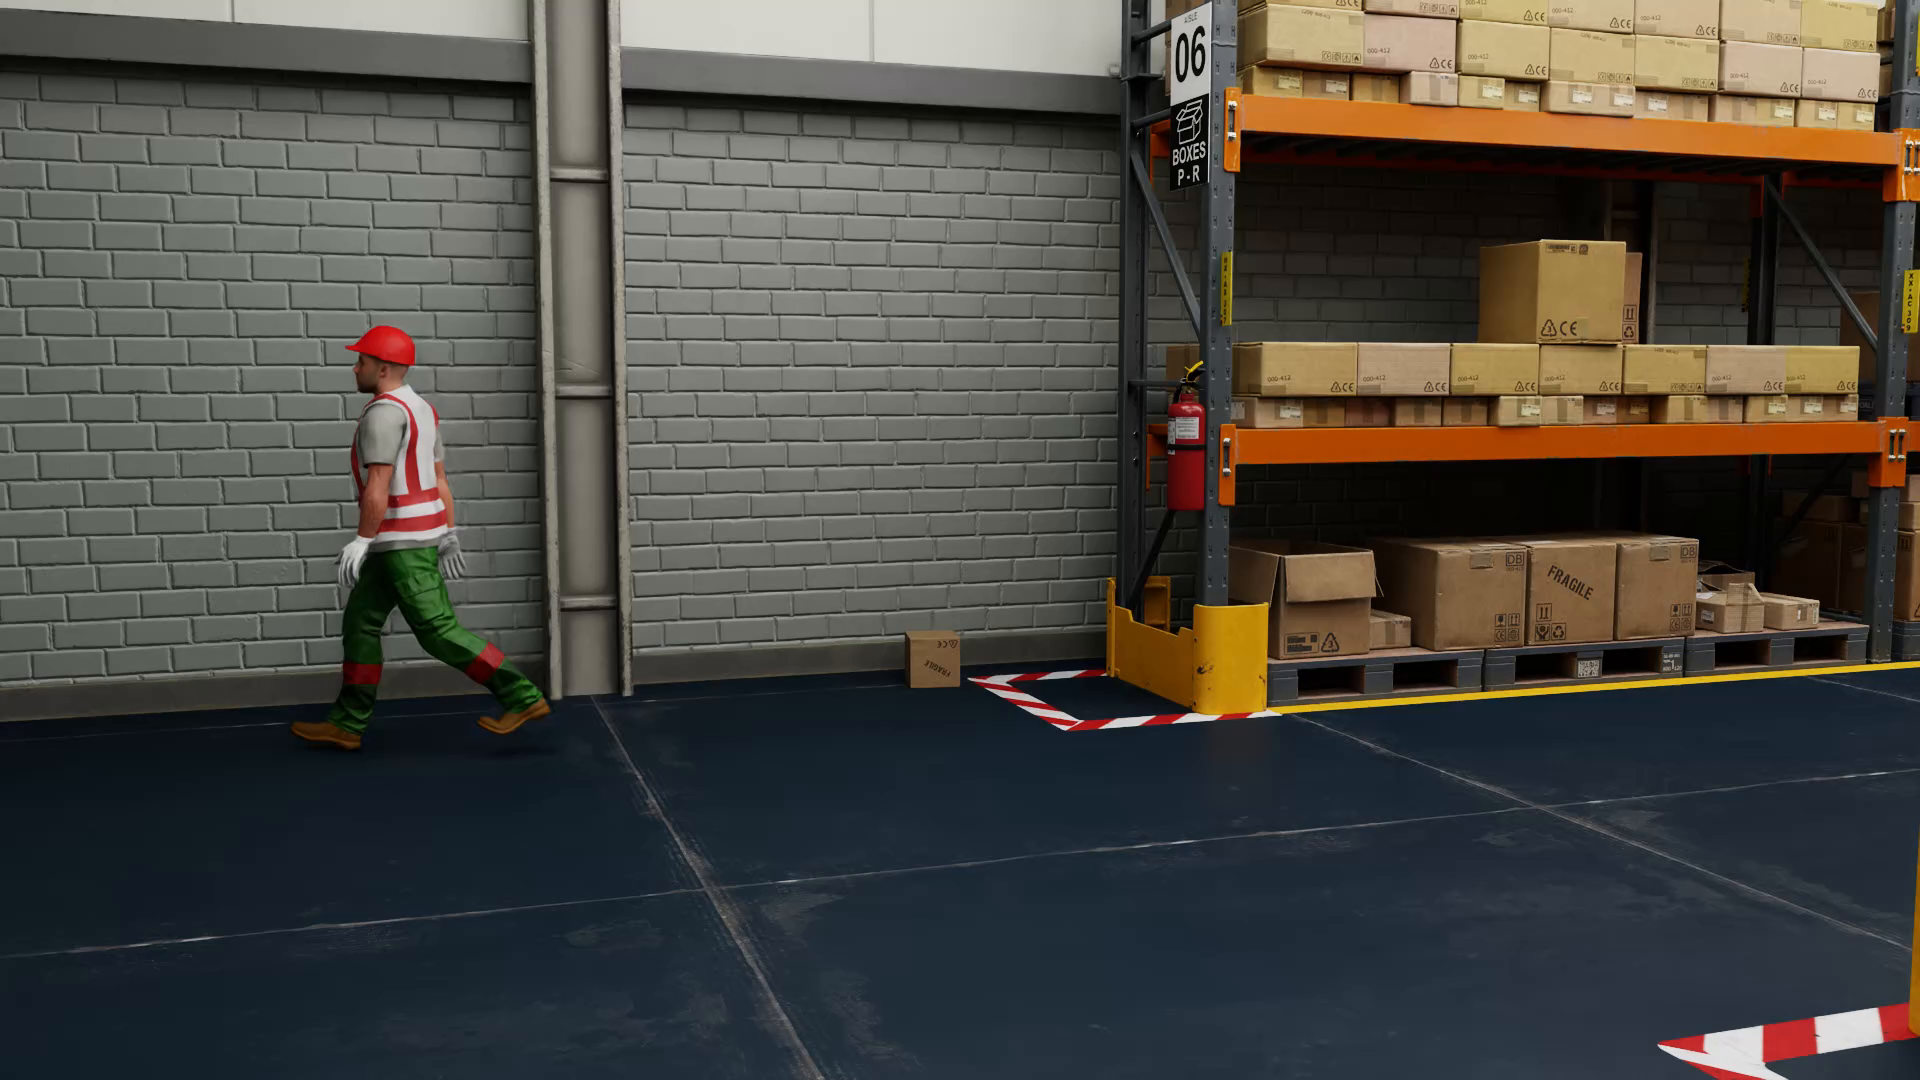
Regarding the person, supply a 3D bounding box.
[{"bbox_3d":[-2.232,0.004,6.780,1.087,1.744,0.584,0,6,-5],"label":"person"}]
